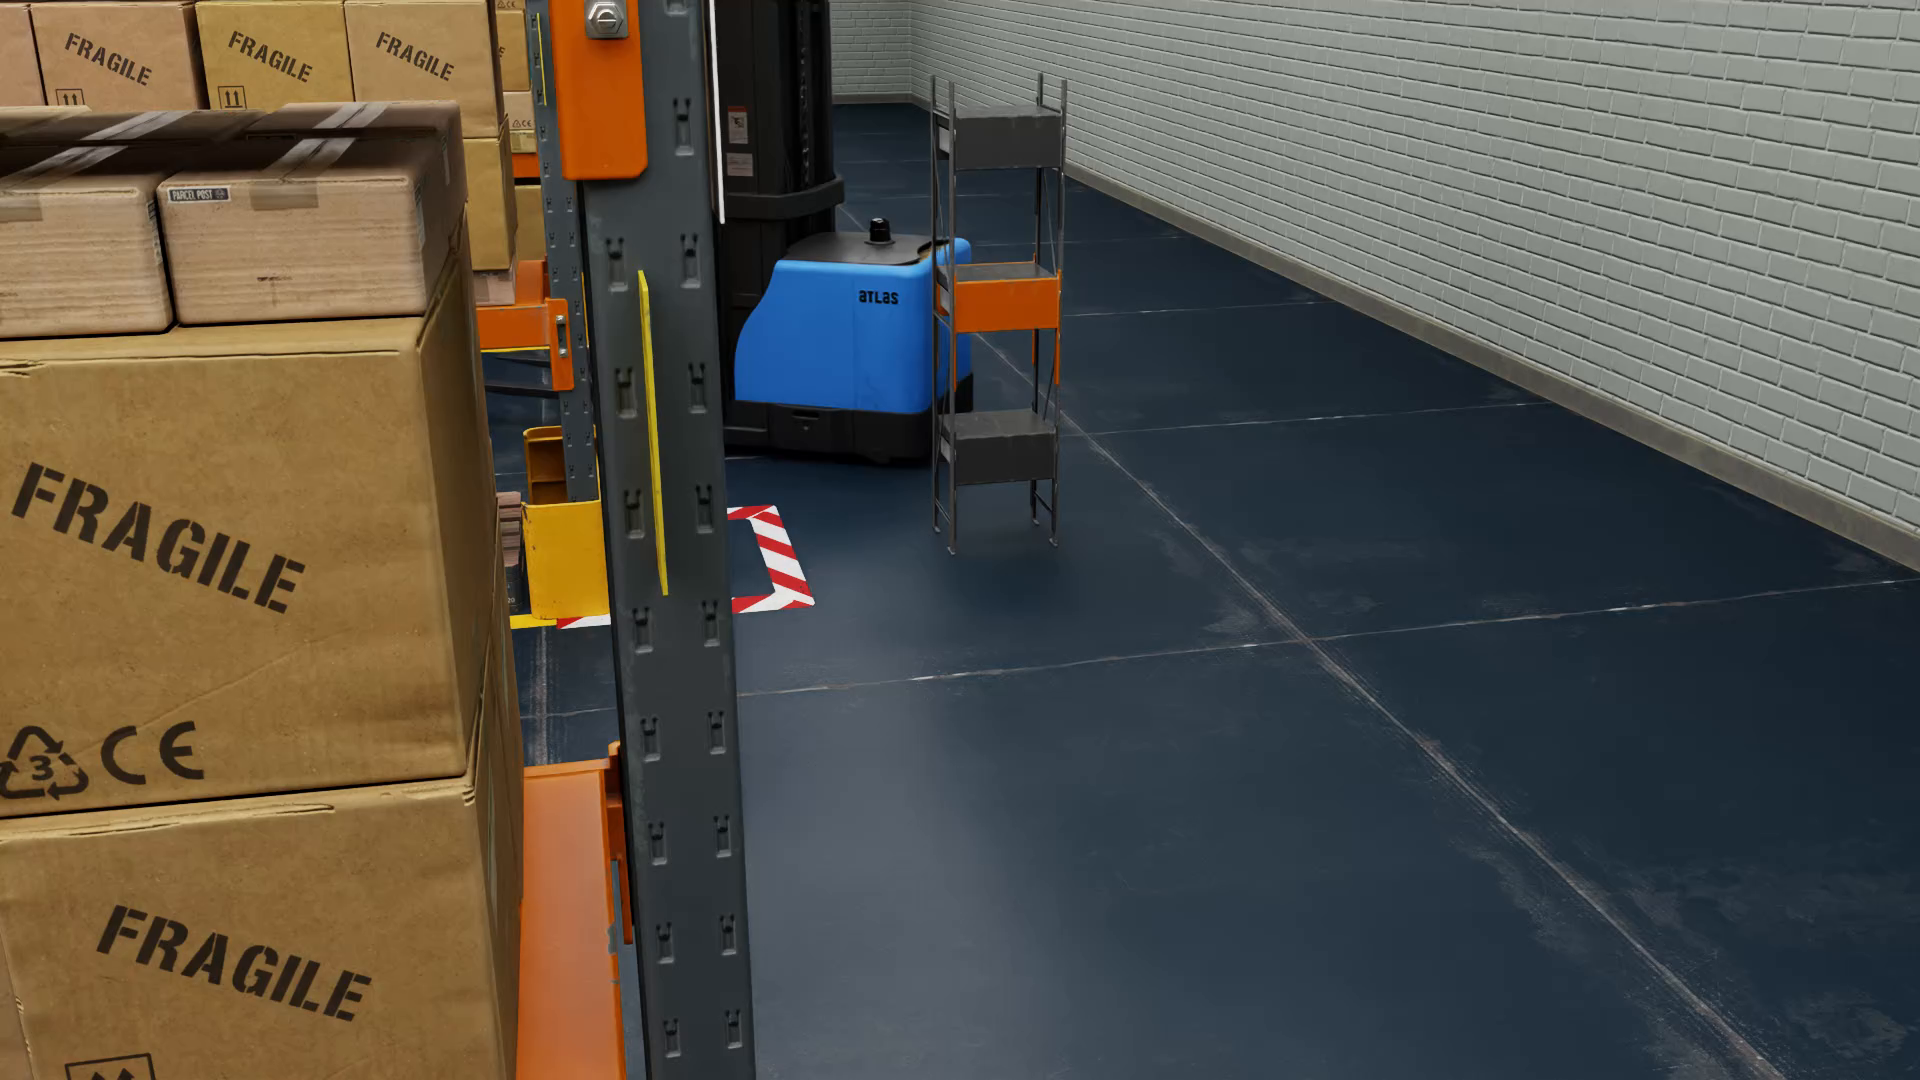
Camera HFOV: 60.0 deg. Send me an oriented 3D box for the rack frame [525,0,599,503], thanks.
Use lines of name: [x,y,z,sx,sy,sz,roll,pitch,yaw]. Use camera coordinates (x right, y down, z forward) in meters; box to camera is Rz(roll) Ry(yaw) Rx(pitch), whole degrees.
rack frame: [-1.667,-1.286,6.965,0.127,3.000,1.000,-5,21,-12]

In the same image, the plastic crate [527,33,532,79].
plastic crate: [-4.133,-4.568,15.786,0.499,0.435,0.616,-5,21,-12]

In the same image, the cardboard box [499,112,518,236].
cardboard box: [-2.168,-1.530,7.052,0.500,0.500,0.500,-4,20,-10]

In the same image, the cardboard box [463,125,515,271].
cardboard box: [-2.045,-1.351,6.564,0.500,0.500,0.500,-4,21,-11]

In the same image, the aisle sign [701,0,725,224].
aisle sign: [-0.288,-0.760,1.749,0.004,0.787,0.394,-5,21,-12]

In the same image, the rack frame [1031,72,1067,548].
rack frame: [0.399,-1.018,7.542,0.015,2.100,0.400,-5,21,-12]

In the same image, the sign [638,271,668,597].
sign: [-0.318,-0.109,1.725,0.005,0.325,0.100,-5,21,-12]

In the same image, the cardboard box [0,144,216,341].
cardboard box: [-0.975,-0.335,1.825,0.250,0.149,0.380,-4,21,-11]

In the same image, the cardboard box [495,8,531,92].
cardboard box: [-3.124,-3.249,11.019,0.500,0.500,0.500,-4,21,-12]

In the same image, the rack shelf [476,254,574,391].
rack shelf: [-3.614,-0.790,6.657,4.000,0.370,1.077,-5,21,-12]

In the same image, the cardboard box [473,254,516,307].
cardboard box: [-1.919,-1.048,6.679,0.250,0.149,0.380,-5,21,-12]

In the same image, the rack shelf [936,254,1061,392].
rack shelf: [0.161,-0.986,7.494,0.480,0.518,0.431,-5,21,-12]

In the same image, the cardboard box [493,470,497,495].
cardboard box: [-2.251,-0.210,7.562,0.250,0.149,0.380,-4,21,-11]

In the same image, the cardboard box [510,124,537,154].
cardboard box: [-2.981,-2.698,11.184,0.250,0.149,0.380,-4,21,-11]

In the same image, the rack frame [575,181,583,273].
rack frame: [-2.710,-2.954,11.519,0.127,3.000,1.000,-5,21,-12]

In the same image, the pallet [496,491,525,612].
pallet: [-2.540,0.082,7.285,1.213,0.211,1.003,-5,21,-12]

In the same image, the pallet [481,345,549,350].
pallet: [-3.470,-1.556,11.754,1.213,0.211,1.003,-5,21,-12]

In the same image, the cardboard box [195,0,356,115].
cardboard box: [-2.548,-1.783,6.289,0.500,0.500,0.500,-5,21,-14]

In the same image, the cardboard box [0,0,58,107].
cardboard box: [-3.566,-1.696,6.051,0.500,0.500,0.500,-5,21,-14]

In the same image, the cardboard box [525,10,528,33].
cardboard box: [-5.359,-6.191,20.209,0.500,0.500,0.500,-4,20,-11]

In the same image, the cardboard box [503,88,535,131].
cardboard box: [-3.121,-2.897,11.147,0.500,0.250,0.500,-5,21,-13]

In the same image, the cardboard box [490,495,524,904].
cardboard box: [-0.963,0.258,2.605,0.500,0.500,0.500,-5,21,-13]

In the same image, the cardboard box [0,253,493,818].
cardboard box: [-0.844,-0.036,1.953,0.500,0.500,0.500,-4,20,-11]

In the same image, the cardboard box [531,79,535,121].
cardboard box: [-3.239,-3.076,11.637,0.500,0.250,0.500,-5,21,-14]

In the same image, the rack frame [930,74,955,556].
rack frame: [-0.076,-0.980,7.436,0.015,2.100,0.400,-5,21,-12]

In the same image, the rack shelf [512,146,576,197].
rack shelf: [-4.657,-2.458,11.211,4.000,0.370,1.077,-5,21,-12]

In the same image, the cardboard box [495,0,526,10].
cardboard box: [-5.356,-6.660,20.036,0.500,0.500,0.500,-5,21,-13]

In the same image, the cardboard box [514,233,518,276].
cardboard box: [-2.058,-1.252,7.238,0.250,0.149,0.380,-5,21,-13]

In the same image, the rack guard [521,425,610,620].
rack guard: [-1.741,-0.106,7.378,0.348,0.500,1.175,-5,21,-12]

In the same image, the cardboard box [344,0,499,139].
cardboard box: [-2.055,-1.823,6.398,0.500,0.500,0.500,-5,21,-14]

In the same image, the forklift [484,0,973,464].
forklift: [-1.500,-2.054,9.160,3.031,2.935,1.130,6,21,16]

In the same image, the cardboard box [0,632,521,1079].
cardboard box: [-0.838,0.443,2.100,0.500,0.500,0.500,-5,21,-12]

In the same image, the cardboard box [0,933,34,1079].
cardboard box: [-1.330,0.477,2.006,0.500,0.500,0.500,-5,21,-14]

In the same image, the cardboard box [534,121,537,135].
cardboard box: [-3.132,-2.919,11.787,0.250,0.149,0.380,-4,21,-12]

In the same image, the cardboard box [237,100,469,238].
cardboard box: [-0.839,-0.523,2.339,0.250,0.149,0.380,-4,21,-11]

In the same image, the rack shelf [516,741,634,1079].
rack shelf: [-2.376,0.859,2.155,4.000,0.370,1.077,-5,21,-12]

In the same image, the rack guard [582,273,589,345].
rack guard: [-2.687,-1.783,11.954,0.348,0.500,1.175,-5,21,-12]

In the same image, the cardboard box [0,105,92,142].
cardboard box: [-1.357,-0.496,2.266,0.250,0.149,0.380,-4,20,-11]

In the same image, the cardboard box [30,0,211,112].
cardboard box: [-3.052,-1.739,6.168,0.500,0.500,0.500,-4,20,-10]

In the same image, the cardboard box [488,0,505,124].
cardboard box: [-2.165,-1.996,6.870,0.500,0.500,0.500,-5,21,-13]

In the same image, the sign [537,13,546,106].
sign: [-1.559,-1.791,6.200,0.005,0.325,0.100,-5,21,-12]

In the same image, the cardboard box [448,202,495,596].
cardboard box: [-0.962,-0.211,2.431,0.500,0.500,0.500,-5,21,-14]

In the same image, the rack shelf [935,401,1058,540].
rack shelf: [0.161,-0.329,7.735,0.480,0.518,0.431,-5,21,-12]

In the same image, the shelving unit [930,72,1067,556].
shelving unit: [0.161,-0.999,7.489,0.503,2.100,0.431,-5,21,-12]

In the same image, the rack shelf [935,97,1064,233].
rack shelf: [0.161,-1.644,7.253,0.480,0.518,0.431,-5,21,-12]

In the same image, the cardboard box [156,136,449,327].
cardboard box: [-0.733,-0.363,1.902,0.250,0.149,0.380,-4,21,-12]

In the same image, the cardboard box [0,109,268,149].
cardboard box: [-1.078,-0.478,2.217,0.250,0.149,0.380,-4,21,-11]

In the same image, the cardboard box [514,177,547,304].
cardboard box: [-3.315,-2.077,11.601,0.875,0.875,0.875,-5,21,-12]

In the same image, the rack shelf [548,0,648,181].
rack shelf: [-2.376,-0.550,1.639,4.000,0.370,1.077,-5,21,-12]

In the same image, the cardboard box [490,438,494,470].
cardboard box: [-2.236,-0.329,7.453,0.250,0.149,0.380,-4,20,-10]
